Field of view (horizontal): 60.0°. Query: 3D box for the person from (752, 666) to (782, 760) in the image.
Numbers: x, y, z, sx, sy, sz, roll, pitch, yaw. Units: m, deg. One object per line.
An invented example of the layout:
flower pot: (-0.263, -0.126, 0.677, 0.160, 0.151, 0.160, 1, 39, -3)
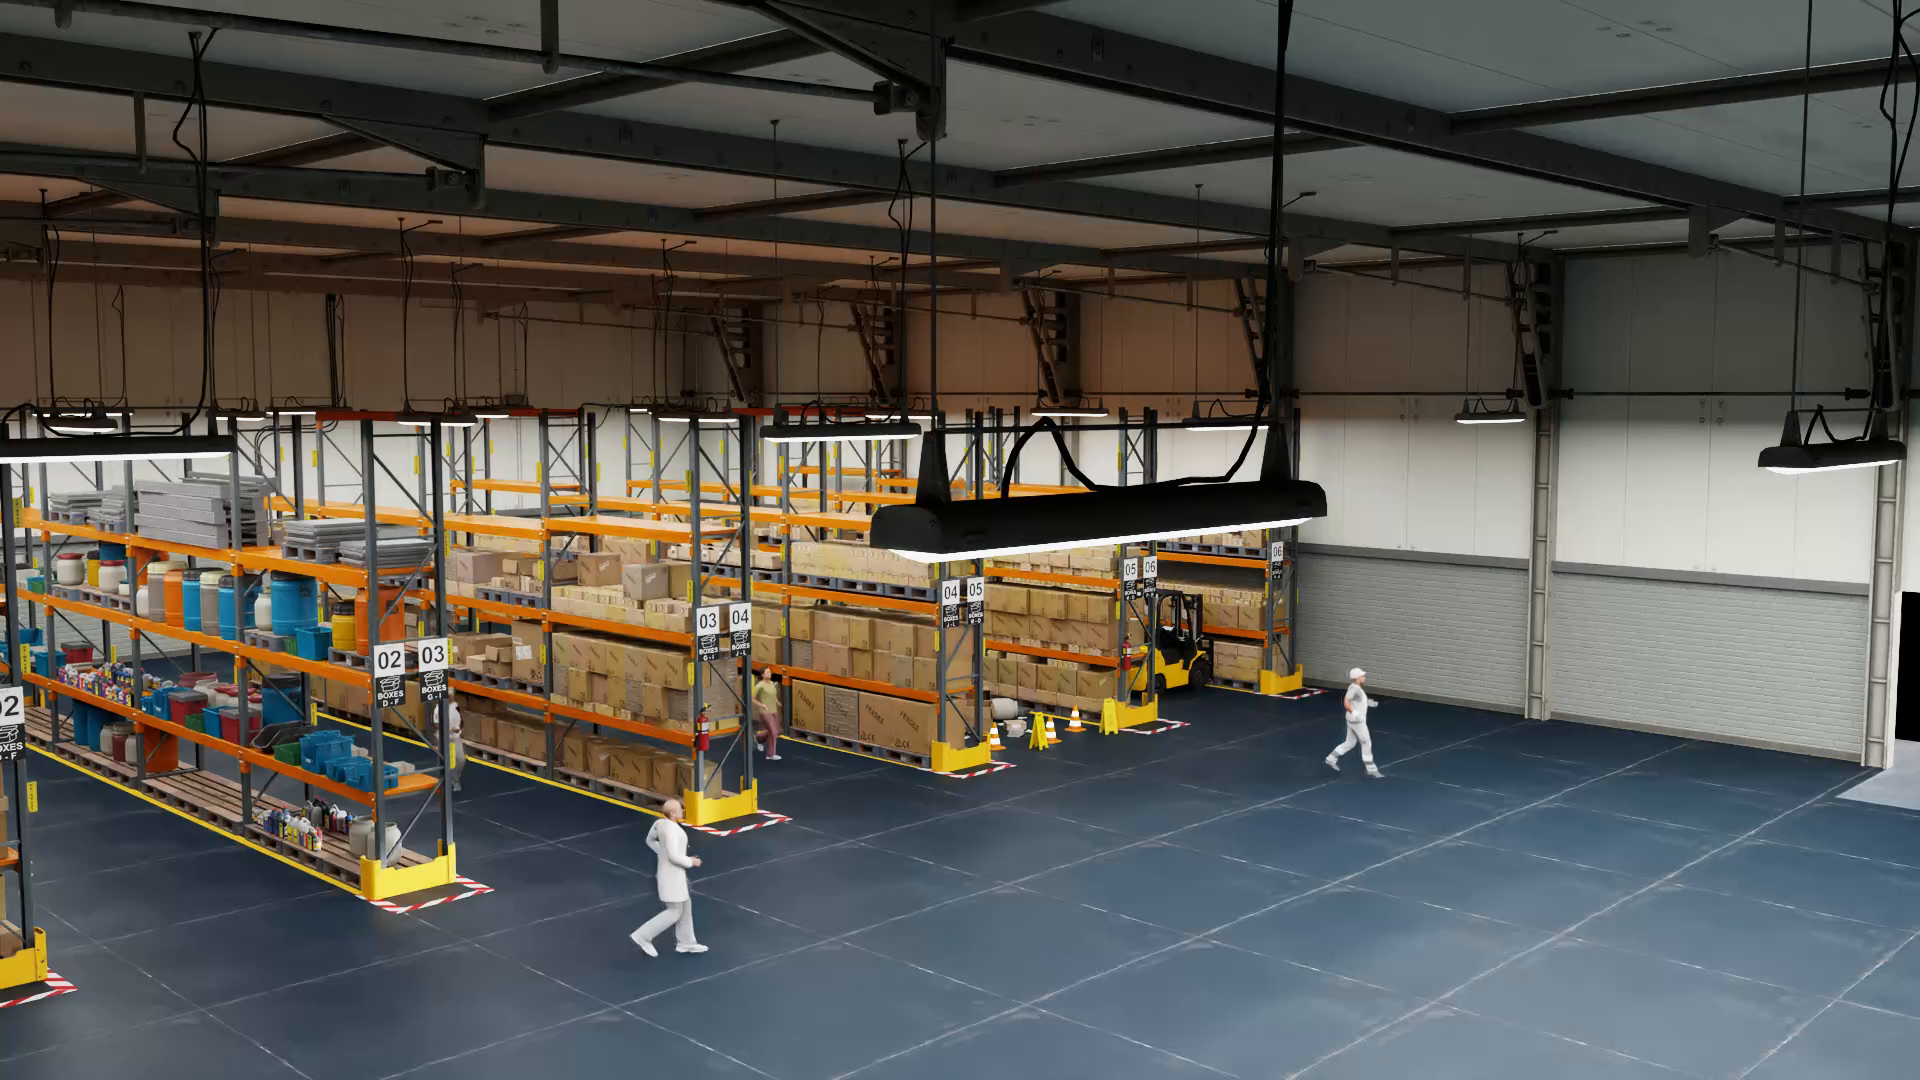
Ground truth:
person: (-3.364, 2.975, 28.733, 0.646, 1.621, 0.581, 3, 6, 32)

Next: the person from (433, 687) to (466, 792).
person: (-8.078, 3.171, 26.387, 0.695, 1.734, 0.590, 4, 7, 41)

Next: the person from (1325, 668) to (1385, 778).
person: (6.501, 3.001, 27.333, 0.979, 1.807, 0.651, 0, 5, 2)

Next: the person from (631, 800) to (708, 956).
person: (-3.273, 3.798, 18.652, 0.898, 1.787, 0.736, -2, 5, -22)
